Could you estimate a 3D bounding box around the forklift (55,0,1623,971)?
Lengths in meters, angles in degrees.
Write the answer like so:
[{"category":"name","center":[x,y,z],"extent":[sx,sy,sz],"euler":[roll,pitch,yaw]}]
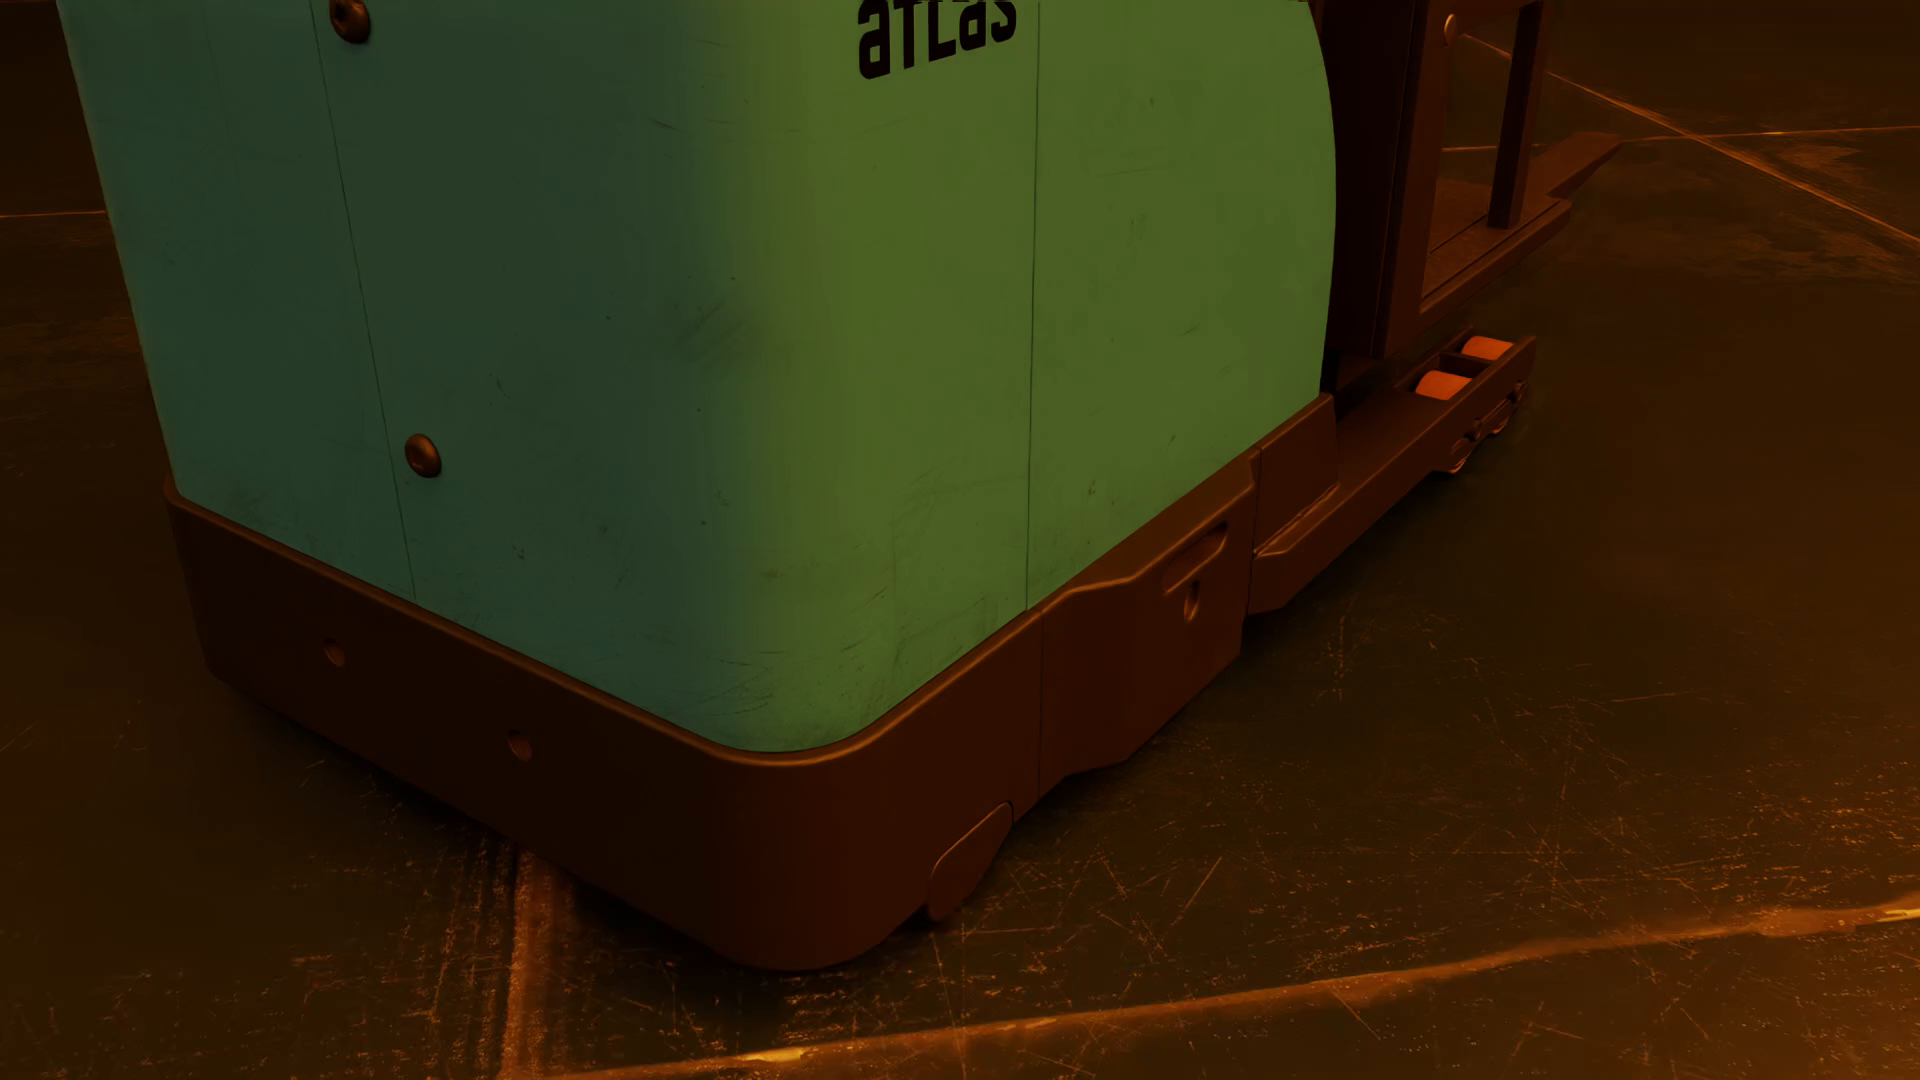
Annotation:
[{"category":"forklift","center":[0.325,-1.521,2.240],"extent":[1.130,2.935,3.031],"euler":[19,33,31]}]
